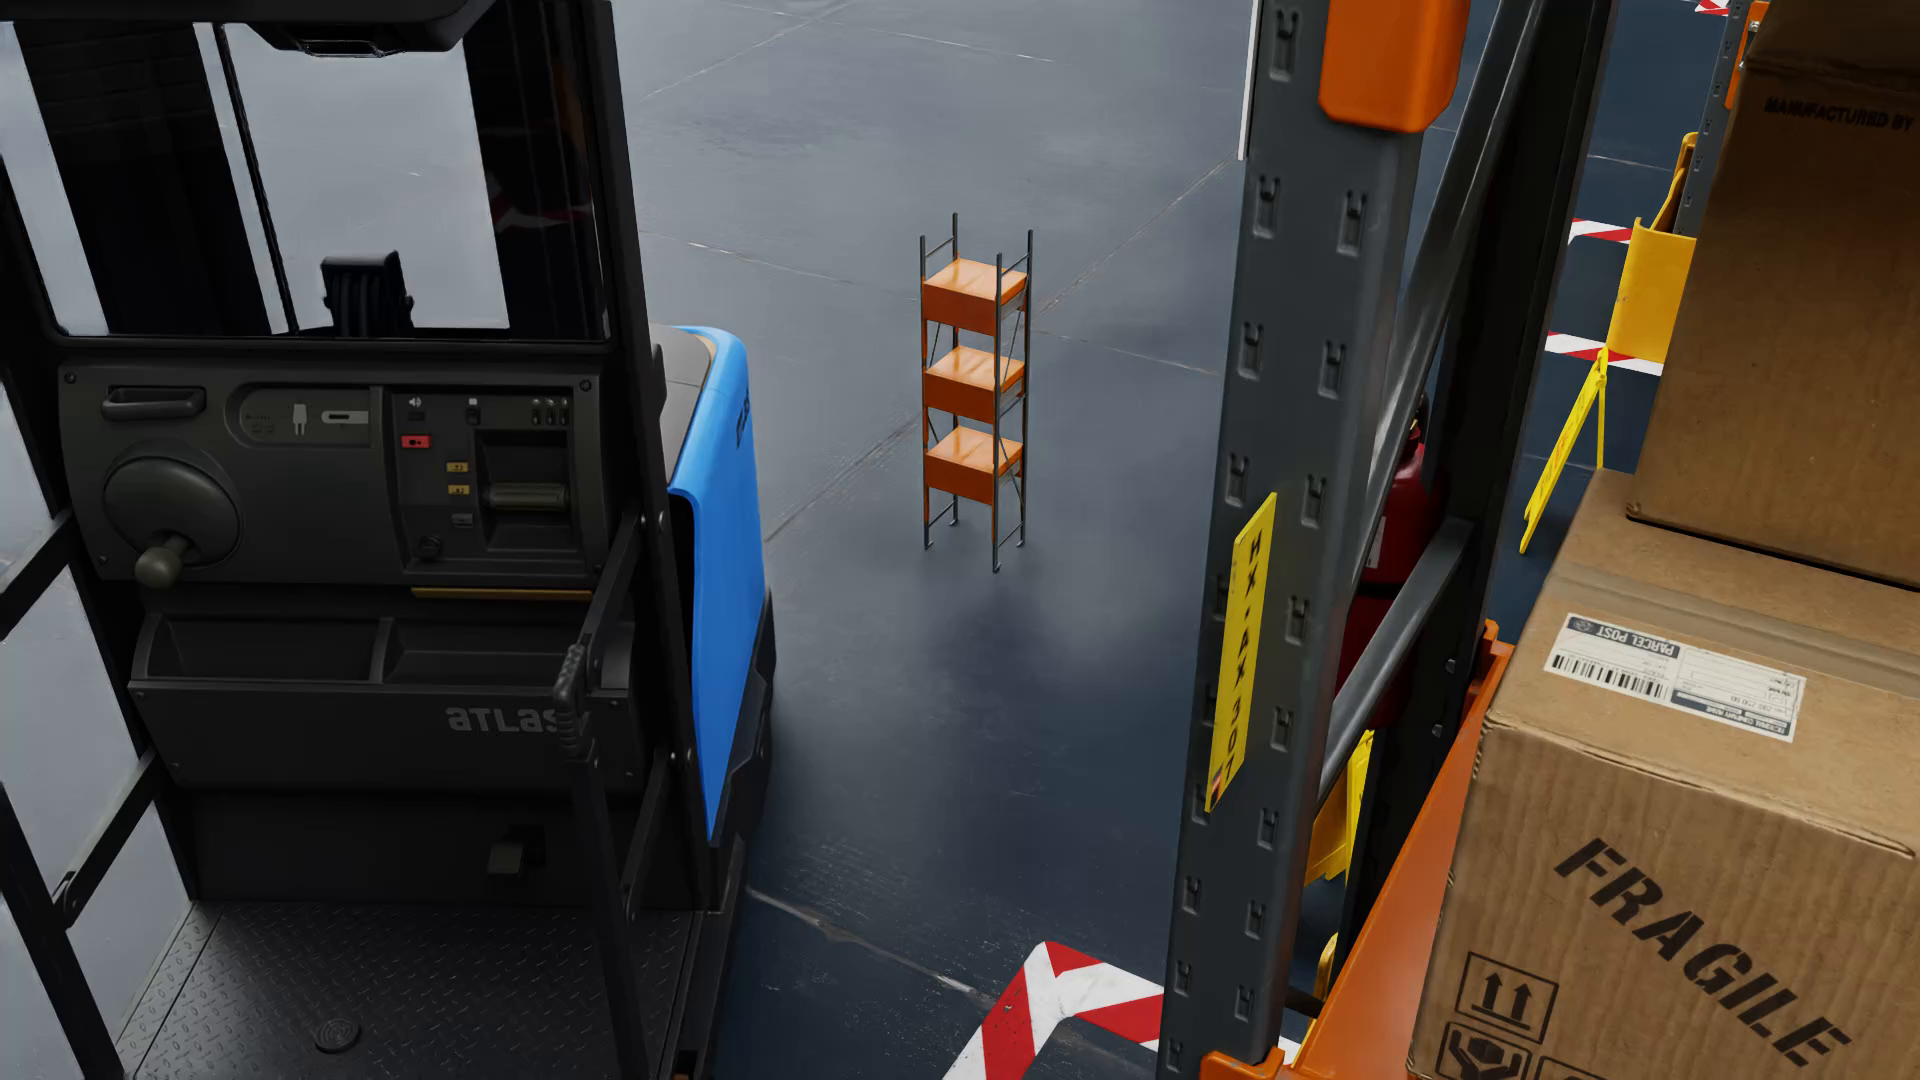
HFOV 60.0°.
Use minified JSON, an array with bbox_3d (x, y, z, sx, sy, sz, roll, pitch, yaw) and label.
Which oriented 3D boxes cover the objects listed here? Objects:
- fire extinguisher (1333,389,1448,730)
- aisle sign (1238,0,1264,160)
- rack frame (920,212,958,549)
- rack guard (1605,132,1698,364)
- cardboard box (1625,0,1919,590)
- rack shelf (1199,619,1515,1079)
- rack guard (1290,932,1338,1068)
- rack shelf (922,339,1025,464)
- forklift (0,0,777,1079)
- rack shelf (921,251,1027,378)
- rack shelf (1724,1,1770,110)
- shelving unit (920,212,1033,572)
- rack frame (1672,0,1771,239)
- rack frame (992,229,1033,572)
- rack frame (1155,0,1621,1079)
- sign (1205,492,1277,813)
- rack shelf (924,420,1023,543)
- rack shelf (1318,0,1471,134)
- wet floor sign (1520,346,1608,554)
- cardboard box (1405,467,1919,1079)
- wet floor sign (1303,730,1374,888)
[{"bbox_3d":[0.668,-0.010,2.628,0.183,0.674,0.296,18,37,24],"label":"fire extinguisher"},{"bbox_3d":[0.331,-0.738,1.307,0.004,0.787,0.394,18,37,24],"label":"aisle sign"},{"bbox_3d":[-0.059,-0.456,4.987,0.008,1.050,0.200,18,37,24],"label":"rack frame"},{"bbox_3d":[2.886,-1.165,6.548,0.348,0.500,1.175,18,37,24],"label":"rack guard"},{"bbox_3d":[1.090,-0.335,1.786,0.500,0.500,0.700,17,37,23],"label":"cardboard box"},{"bbox_3d":[2.275,1.061,1.600,4.000,0.370,1.077,18,37,24],"label":"rack shelf"},{"bbox_3d":[0.604,1.273,2.888,0.348,0.500,1.175,18,37,24],"label":"rack guard"},{"bbox_3d":[0.046,-0.413,4.943,0.240,0.259,0.215,18,37,24],"label":"rack shelf"},{"bbox_3d":[-1.077,-0.049,2.679,1.130,2.935,3.031,1,34,1],"label":"forklift"},{"bbox_3d":[0.046,-0.650,4.785,0.240,0.259,0.215,18,37,24],"label":"rack shelf"},{"bbox_3d":[4.643,-1.349,5.218,4.000,0.370,1.077,18,37,24],"label":"rack shelf"},{"bbox_3d":[0.046,-0.422,4.937,0.252,1.050,0.215,18,37,24],"label":"shelving unit"},{"bbox_3d":[2.907,-2.198,5.845,0.127,3.000,1.000,18,37,24],"label":"rack frame"},{"bbox_3d":[0.152,-0.389,4.887,0.008,1.050,0.200,18,37,24],"label":"rack frame"},{"bbox_3d":[0.537,0.213,2.224,0.053,2.616,0.949,18,37,24],"label":"rack frame"},{"bbox_3d":[0.269,0.112,1.594,0.005,0.325,0.100,18,37,24],"label":"sign"},{"bbox_3d":[0.046,-0.182,5.097,0.240,0.259,0.215,18,37,24],"label":"rack shelf"},{"bbox_3d":[2.275,-0.188,0.768,4.000,0.370,1.077,18,37,24],"label":"rack shelf"},{"bbox_3d":[1.899,-0.274,5.079,0.232,0.644,0.267,11,35,16],"label":"wet floor sign"},{"bbox_3d":[0.812,0.310,1.720,0.500,0.500,0.500,17,37,24],"label":"cardboard box"},{"bbox_3d":[0.904,0.624,3.730,0.267,0.644,0.232,-25,41,-33],"label":"wet floor sign"}]
